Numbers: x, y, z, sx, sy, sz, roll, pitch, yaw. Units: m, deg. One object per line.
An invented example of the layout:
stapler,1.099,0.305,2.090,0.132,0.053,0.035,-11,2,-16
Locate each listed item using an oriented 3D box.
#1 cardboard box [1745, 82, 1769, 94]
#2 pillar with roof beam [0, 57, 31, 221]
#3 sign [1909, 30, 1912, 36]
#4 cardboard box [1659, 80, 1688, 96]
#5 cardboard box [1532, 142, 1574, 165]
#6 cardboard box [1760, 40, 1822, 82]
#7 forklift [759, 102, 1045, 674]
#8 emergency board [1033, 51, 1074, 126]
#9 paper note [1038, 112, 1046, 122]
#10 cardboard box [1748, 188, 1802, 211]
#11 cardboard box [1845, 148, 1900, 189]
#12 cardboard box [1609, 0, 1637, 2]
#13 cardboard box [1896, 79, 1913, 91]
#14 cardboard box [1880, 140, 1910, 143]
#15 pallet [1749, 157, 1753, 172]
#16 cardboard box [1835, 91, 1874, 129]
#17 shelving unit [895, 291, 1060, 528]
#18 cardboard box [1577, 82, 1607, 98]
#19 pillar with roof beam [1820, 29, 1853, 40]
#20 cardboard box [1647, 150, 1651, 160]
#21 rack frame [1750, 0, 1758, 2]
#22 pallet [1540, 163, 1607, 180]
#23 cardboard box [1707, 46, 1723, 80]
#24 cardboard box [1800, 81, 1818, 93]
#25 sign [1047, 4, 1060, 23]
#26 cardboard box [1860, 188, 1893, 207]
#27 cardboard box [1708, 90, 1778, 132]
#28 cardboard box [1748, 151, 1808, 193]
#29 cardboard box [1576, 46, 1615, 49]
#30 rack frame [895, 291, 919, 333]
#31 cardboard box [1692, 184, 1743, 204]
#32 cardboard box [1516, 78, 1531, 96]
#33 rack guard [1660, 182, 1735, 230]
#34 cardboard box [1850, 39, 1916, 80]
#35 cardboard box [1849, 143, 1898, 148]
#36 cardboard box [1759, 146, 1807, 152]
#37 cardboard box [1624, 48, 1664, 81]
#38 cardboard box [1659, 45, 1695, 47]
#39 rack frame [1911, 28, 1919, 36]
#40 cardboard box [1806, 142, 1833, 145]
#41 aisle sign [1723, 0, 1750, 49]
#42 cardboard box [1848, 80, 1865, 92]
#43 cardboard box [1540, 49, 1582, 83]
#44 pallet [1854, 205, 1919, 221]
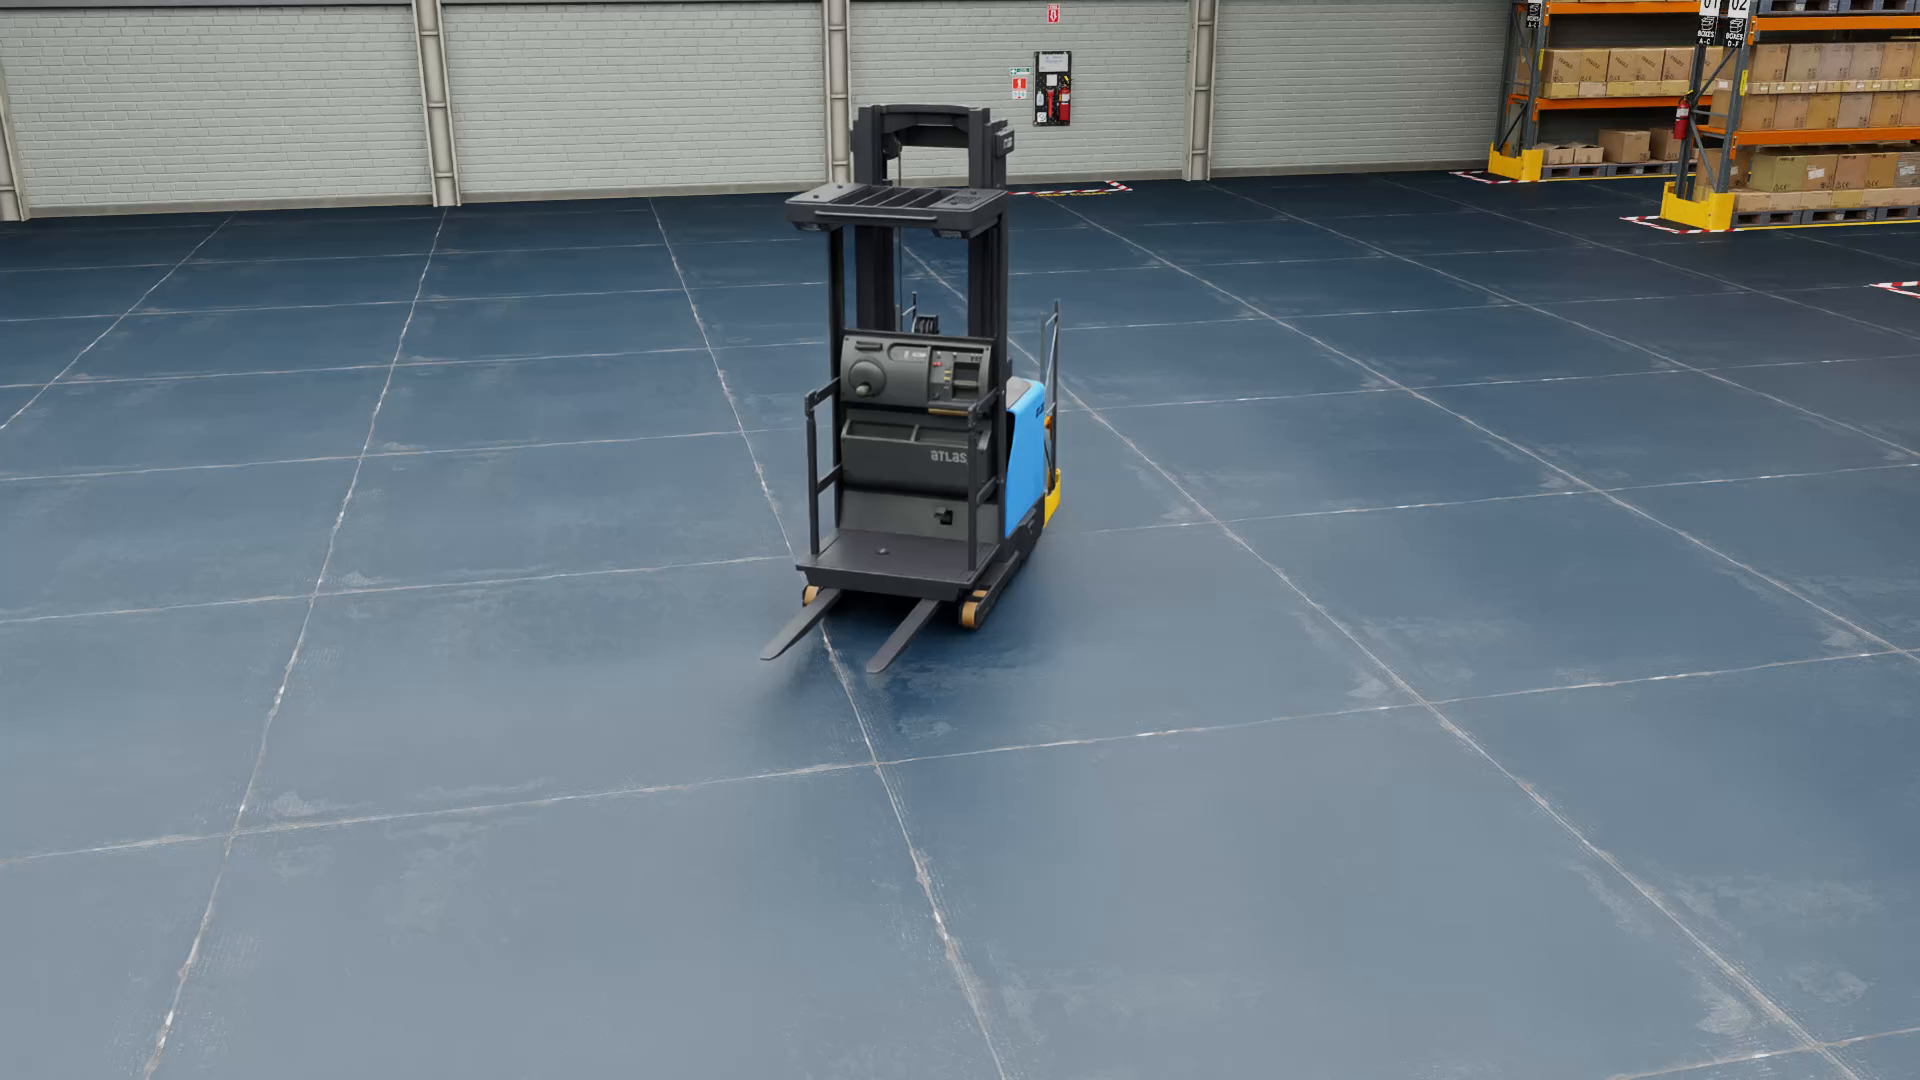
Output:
cardboard box,10.861,-6.212,22.823,0.250,0.149,0.380,-5,21,-13
pillar with roof beam,-12.597,-7.380,18.379,0.400,9.000,9.100,-5,21,-12
sign,16.940,-8.921,29.625,0.005,0.325,0.100,-5,21,-12
cardboard box,11.815,-7.594,27.874,0.500,0.250,0.500,-5,21,-13
cardboard box,9.980,-6.528,28.043,0.500,0.311,0.500,-7,21,-19
cardboard box,11.449,-6.638,23.042,0.500,0.500,0.700,-5,21,-14
forklift,-0.327,-0.998,9.778,1.130,2.935,3.031,6,21,16
emergency board,1.515,-7.246,26.735,0.643,1.169,0.194,-5,21,-12
paper note,1.327,-6.842,26.912,0.142,0.148,0.016,-5,21,-12
cardboard box,11.488,-4.816,23.488,0.500,0.250,0.500,-5,21,-12
cardboard box,12.946,-5.290,23.691,0.500,0.500,0.500,-5,21,-12
cardboard box,10.704,-9.040,27.096,0.500,0.500,0.500,-4,20,-10
cardboard box,13.116,-6.396,23.326,0.250,0.149,0.380,-5,21,-13
cardboard box,16.383,-7.151,29.469,0.500,0.500,0.700,-4,21,-12
pallet,13.936,-6.628,29.103,1.213,0.211,1.003,-5,21,-12
cardboard box,12.393,-6.104,23.472,0.500,0.500,0.700,-4,21,-11
shelving unit,0.131,-0.927,11.665,1.083,1.500,0.587,5,21,14
cardboard box,10.336,-7.476,27.552,0.500,0.250,0.500,-5,21,-14
pillar with roof beam,16.598,-9.755,24.862,0.400,9.000,9.100,-5,21,-12
cardboard box,11.618,-6.624,28.541,0.250,0.149,0.380,-6,21,-17
rack frame,10.430,-8.718,22.031,0.127,3.000,1.000,-5,21,-12
pallet,10.159,-6.308,28.228,1.213,0.211,1.003,-5,21,-12
cardboard box,12.790,-8.026,27.962,0.500,0.500,0.500,-5,21,-13
cardboard box,11.606,-6.272,22.987,0.250,0.149,0.380,-5,21,-13
sign,1.485,-8.367,26.426,0.199,0.298,0.001,-5,21,-12
cardboard box,12.949,-4.933,23.808,0.500,0.250,0.500,-5,21,-12
cardboard box,10.887,-5.981,23.135,0.500,0.500,0.700,-5,21,-12
cardboard box,11.489,-5.168,23.357,0.500,0.500,0.500,-5,21,-12
cardboard box,10.690,-8.038,27.994,0.500,0.500,0.500,-5,21,-14
rack frame,-0.370,-0.972,11.786,0.032,1.500,0.500,5,21,14
cardboard box,10.883,-4.949,23.850,0.500,0.250,0.500,-5,21,-12
cardboard box,9.696,-7.600,27.890,0.500,0.250,0.500,-4,21,-12
rack guard,10.406,-4.726,23.488,0.348,0.500,1.175,-5,21,-12
cardboard box,12.913,-6.757,23.368,0.500,0.500,0.700,-5,21,-12
cardboard box,13.314,-5.502,24.270,0.500,0.500,0.500,-5,21,-12
cardboard box,11.853,-5.386,23.952,0.500,0.500,0.500,-5,21,-12
cardboard box,11.307,-7.907,27.637,0.500,0.500,0.500,-4,20,-11
cardboard box,12.169,-8.160,28.328,0.500,0.500,0.500,-5,21,-13
rack frame,17.071,-8.192,29.318,0.127,3.000,1.000,-5,21,-12
cardboard box,14.888,-7.057,29.213,0.500,0.500,0.700,-4,21,-12
aisle sign,10.436,-7.014,22.322,0.004,0.787,0.394,-5,21,-12
cardboard box,12.357,-6.333,23.154,0.250,0.149,0.380,-4,21,-12
cardboard box,9.820,-7.787,27.311,0.500,0.500,0.500,-5,21,-12
pallet,13.539,-4.860,24.274,1.213,0.211,1.003,-5,21,-12
